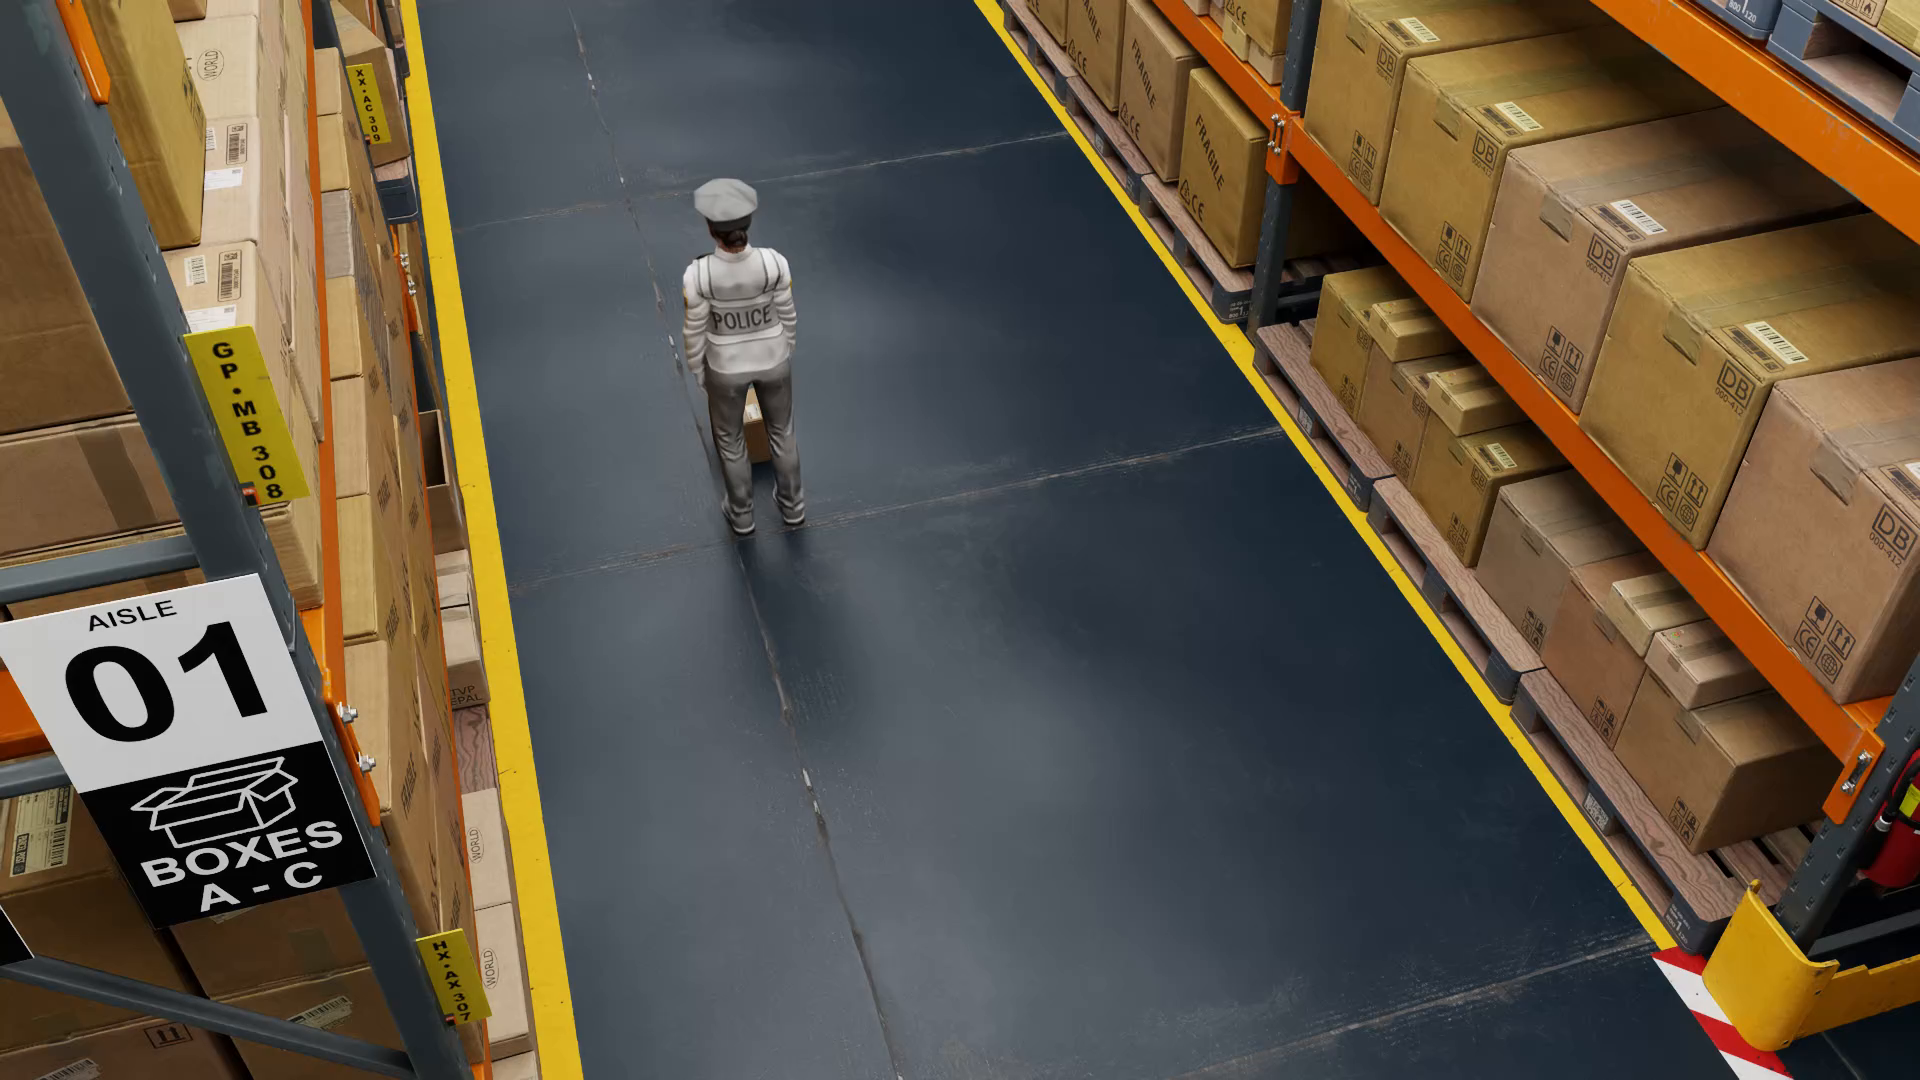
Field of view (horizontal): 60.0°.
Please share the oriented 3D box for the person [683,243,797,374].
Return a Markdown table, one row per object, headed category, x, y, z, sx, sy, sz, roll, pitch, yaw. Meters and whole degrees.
| category | x | y | z | sx | sy | sz | roll | pitch | yaw |
| --- | --- | --- | --- | --- | --- | --- | --- | --- | --- |
| person | -0.907 | -0.957 | 6.758 | 0.469 | 0.608 | 0.312 | -11 | 44 | -12 |
